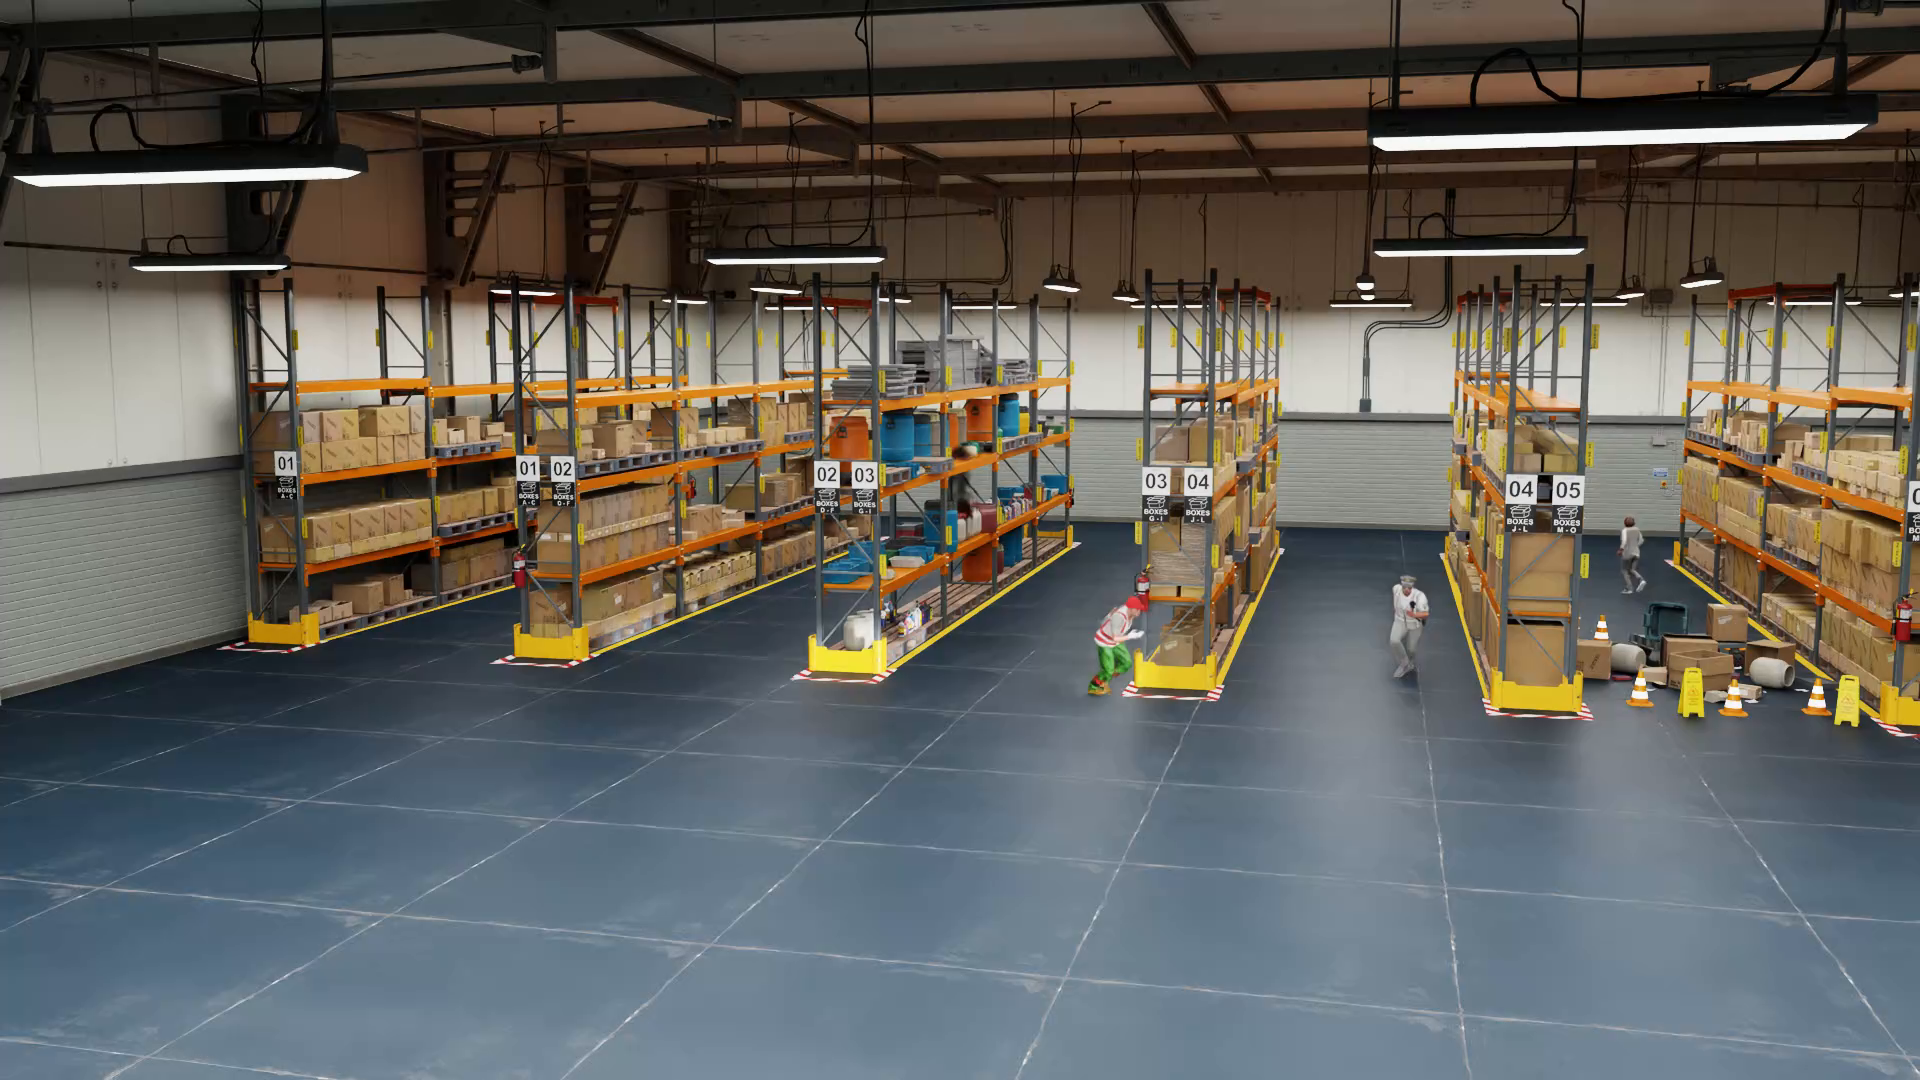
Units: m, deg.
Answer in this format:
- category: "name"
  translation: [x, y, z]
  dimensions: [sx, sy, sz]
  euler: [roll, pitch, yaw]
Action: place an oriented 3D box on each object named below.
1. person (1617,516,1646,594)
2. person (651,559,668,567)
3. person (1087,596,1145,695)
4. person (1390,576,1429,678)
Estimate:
- category: "person"
  translation: [13.304, 0.313, 32.863]
  dimensions: [0.536, 1.546, 0.687]
  euler: [-1, 7, -11]
- category: "person"
  translation: [-6.242, 0.047, 34.435]
  dimensions: [0.561, 1.631, 0.621]
  euler: [1, 7, 9]
- category: "person"
  translation: [2.186, 1.477, 23.223]
  dimensions: [0.984, 1.475, 0.684]
  euler: [5, 8, 34]
- category: "person"
  translation: [6.689, 1.265, 24.752]
  dimensions: [0.653, 1.557, 1.128]
  euler: [4, 8, 27]
